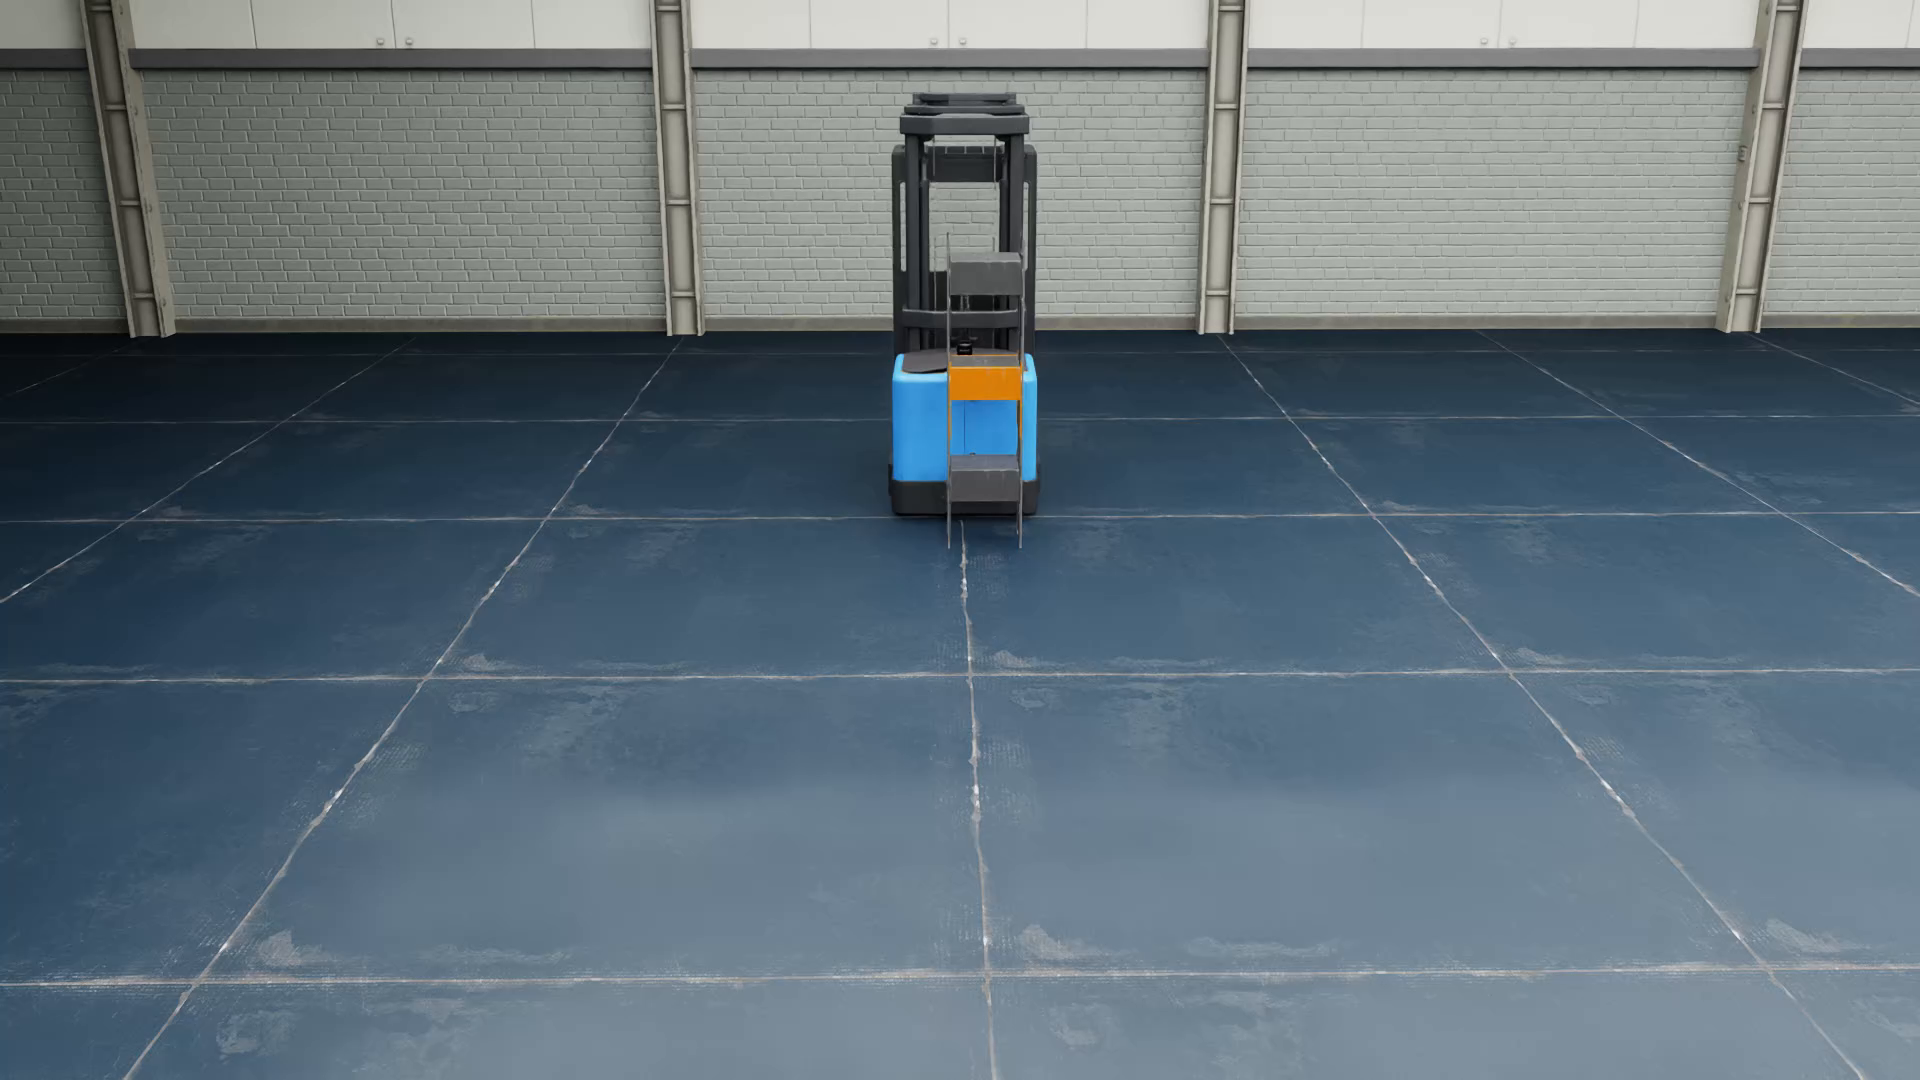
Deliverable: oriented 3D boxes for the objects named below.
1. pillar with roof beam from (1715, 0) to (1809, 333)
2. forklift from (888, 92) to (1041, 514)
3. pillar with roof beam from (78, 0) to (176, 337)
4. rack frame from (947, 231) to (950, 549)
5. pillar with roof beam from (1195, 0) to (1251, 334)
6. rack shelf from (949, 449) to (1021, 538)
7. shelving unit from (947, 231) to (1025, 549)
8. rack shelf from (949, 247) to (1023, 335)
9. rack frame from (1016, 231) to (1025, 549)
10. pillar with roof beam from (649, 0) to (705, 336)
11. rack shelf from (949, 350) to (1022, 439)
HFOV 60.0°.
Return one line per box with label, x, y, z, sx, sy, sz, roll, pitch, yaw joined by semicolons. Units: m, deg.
pillar with roof beam;8.963;-5.374;13.569;0.400;9.000;9.100;0;18;-1
forklift;0.032;-1.978;12.914;1.130;2.935;3.031;0;18;0
pillar with roof beam;-9.034;-5.288;13.299;0.400;9.000;9.100;0;18;-1
rack frame;-0.078;-0.999;11.226;0.015;2.100;0.400;0;18;-1
pillar with roof beam;2.964;-5.345;13.479;0.400;9.000;9.100;0;18;-1
rack shelf;0.166;-0.321;11.447;0.480;0.518;0.431;0;18;-1
shelving unit;0.166;-1.001;11.229;0.503;2.100;0.431;0;18;-1
rack shelf;0.166;-1.654;11.020;0.480;0.518;0.431;0;18;-1
rack frame;0.409;-1.002;11.233;0.015;2.100;0.400;0;18;-1
pillar with roof beam;-3.035;-5.317;13.389;0.400;9.000;9.100;0;18;-1
rack shelf;0.166;-0.988;11.233;0.480;0.518;0.431;0;18;-1
